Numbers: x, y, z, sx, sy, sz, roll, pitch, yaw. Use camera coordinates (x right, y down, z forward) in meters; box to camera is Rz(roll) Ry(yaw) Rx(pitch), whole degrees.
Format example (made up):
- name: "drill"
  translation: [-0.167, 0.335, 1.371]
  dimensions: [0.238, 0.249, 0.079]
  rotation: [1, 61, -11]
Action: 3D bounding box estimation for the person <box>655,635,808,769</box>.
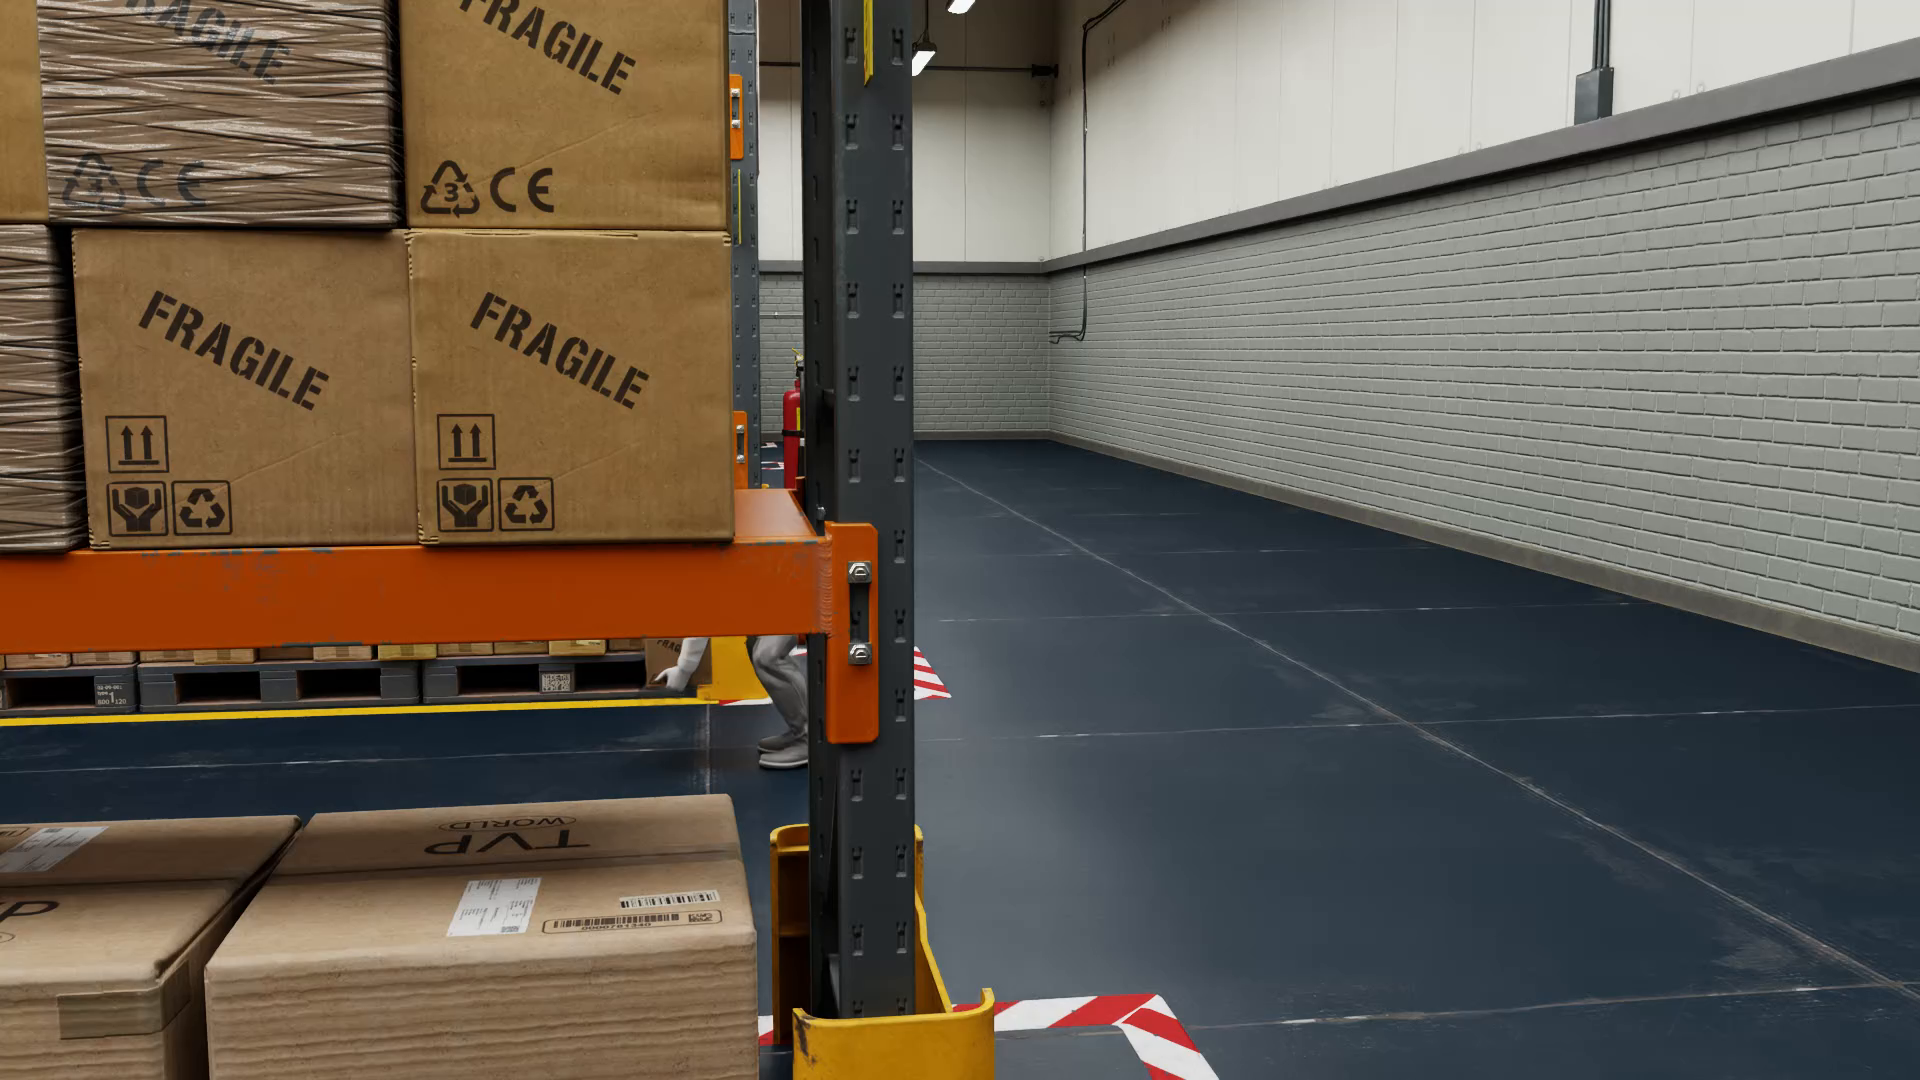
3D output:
- name: "person"
  translation: [-0.841, 0.313, 6.489]
  dimensions: [0.917, 1.127, 0.445]
  rotation: [-1, 7, -11]
